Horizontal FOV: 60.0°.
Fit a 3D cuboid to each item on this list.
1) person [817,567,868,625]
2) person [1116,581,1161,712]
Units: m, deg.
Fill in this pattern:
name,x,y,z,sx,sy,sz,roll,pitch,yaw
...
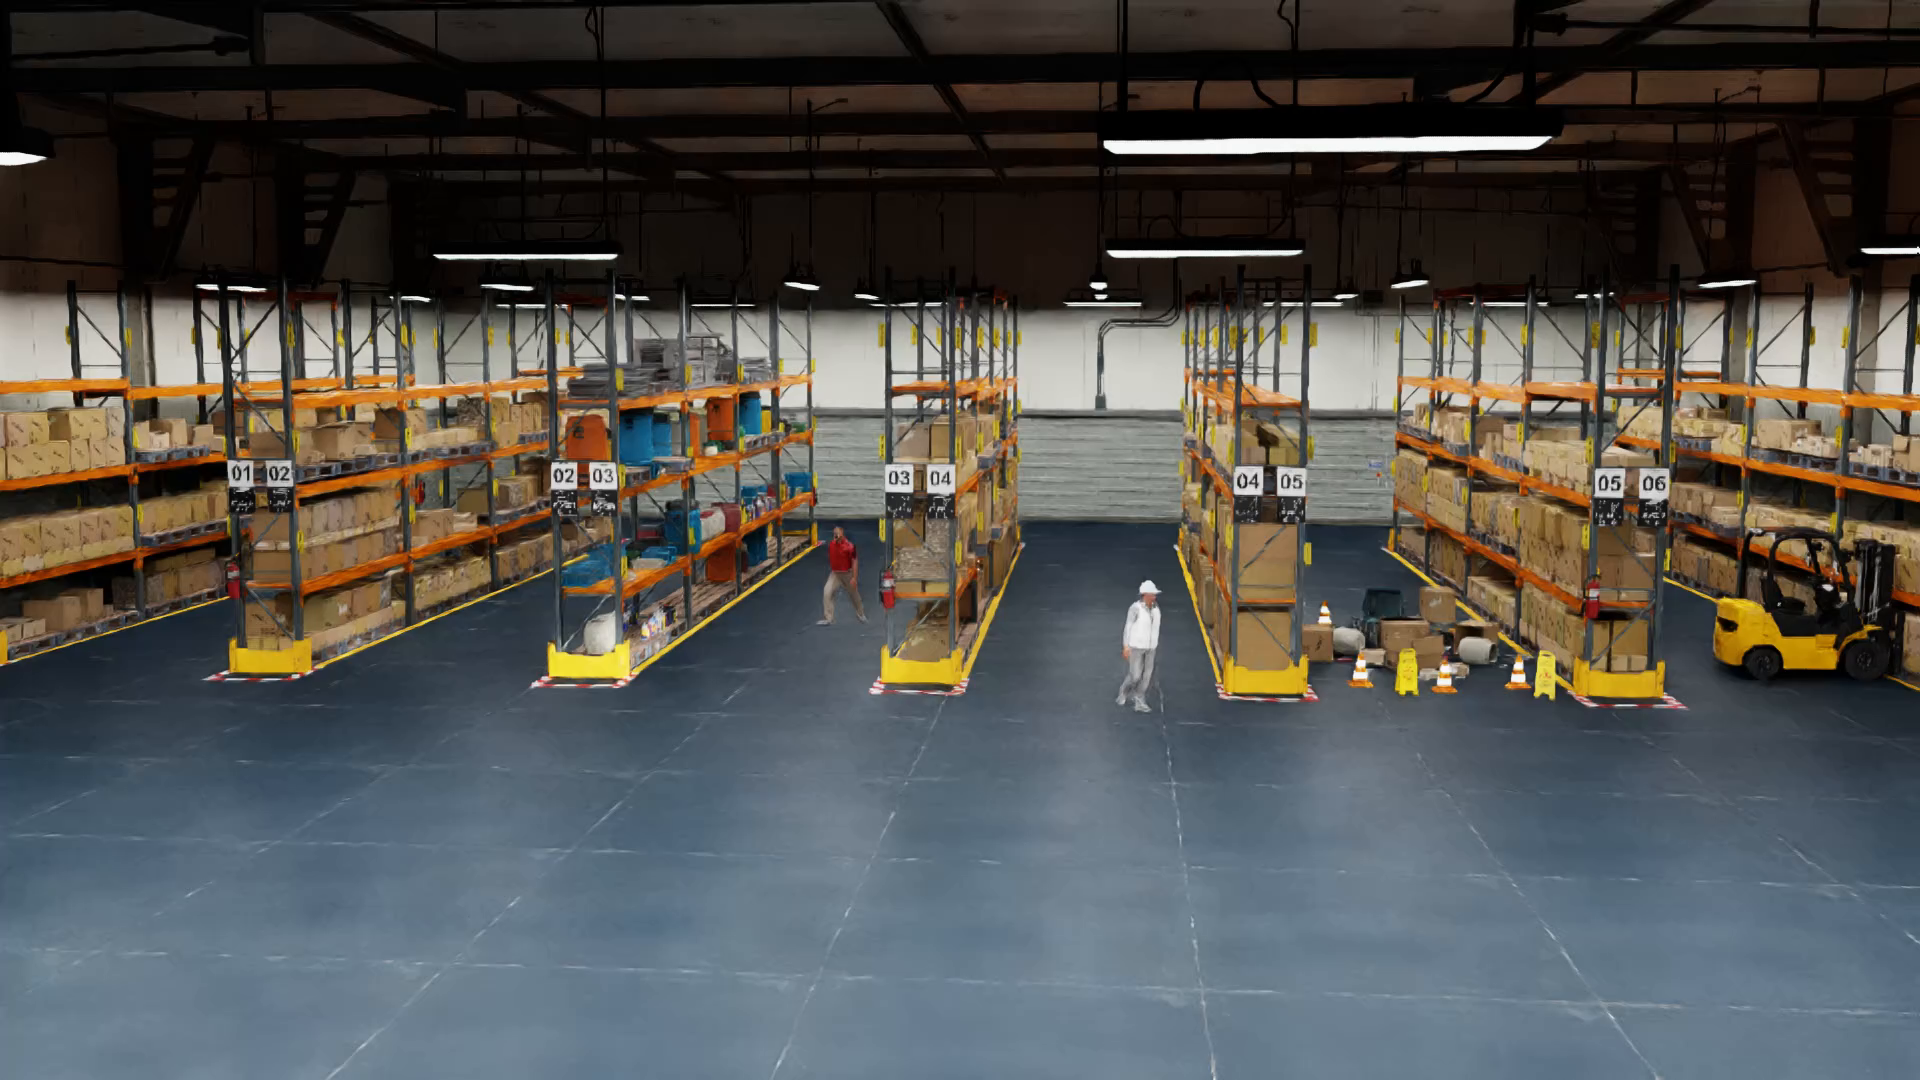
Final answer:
name,x,y,z,sx,sy,sz,roll,pitch,yaw
person,-1.902,0.919,27.386,0.536,0.957,0.972,3,8,26
person,2.394,1.422,22.363,0.515,1.765,0.559,-4,8,-32
